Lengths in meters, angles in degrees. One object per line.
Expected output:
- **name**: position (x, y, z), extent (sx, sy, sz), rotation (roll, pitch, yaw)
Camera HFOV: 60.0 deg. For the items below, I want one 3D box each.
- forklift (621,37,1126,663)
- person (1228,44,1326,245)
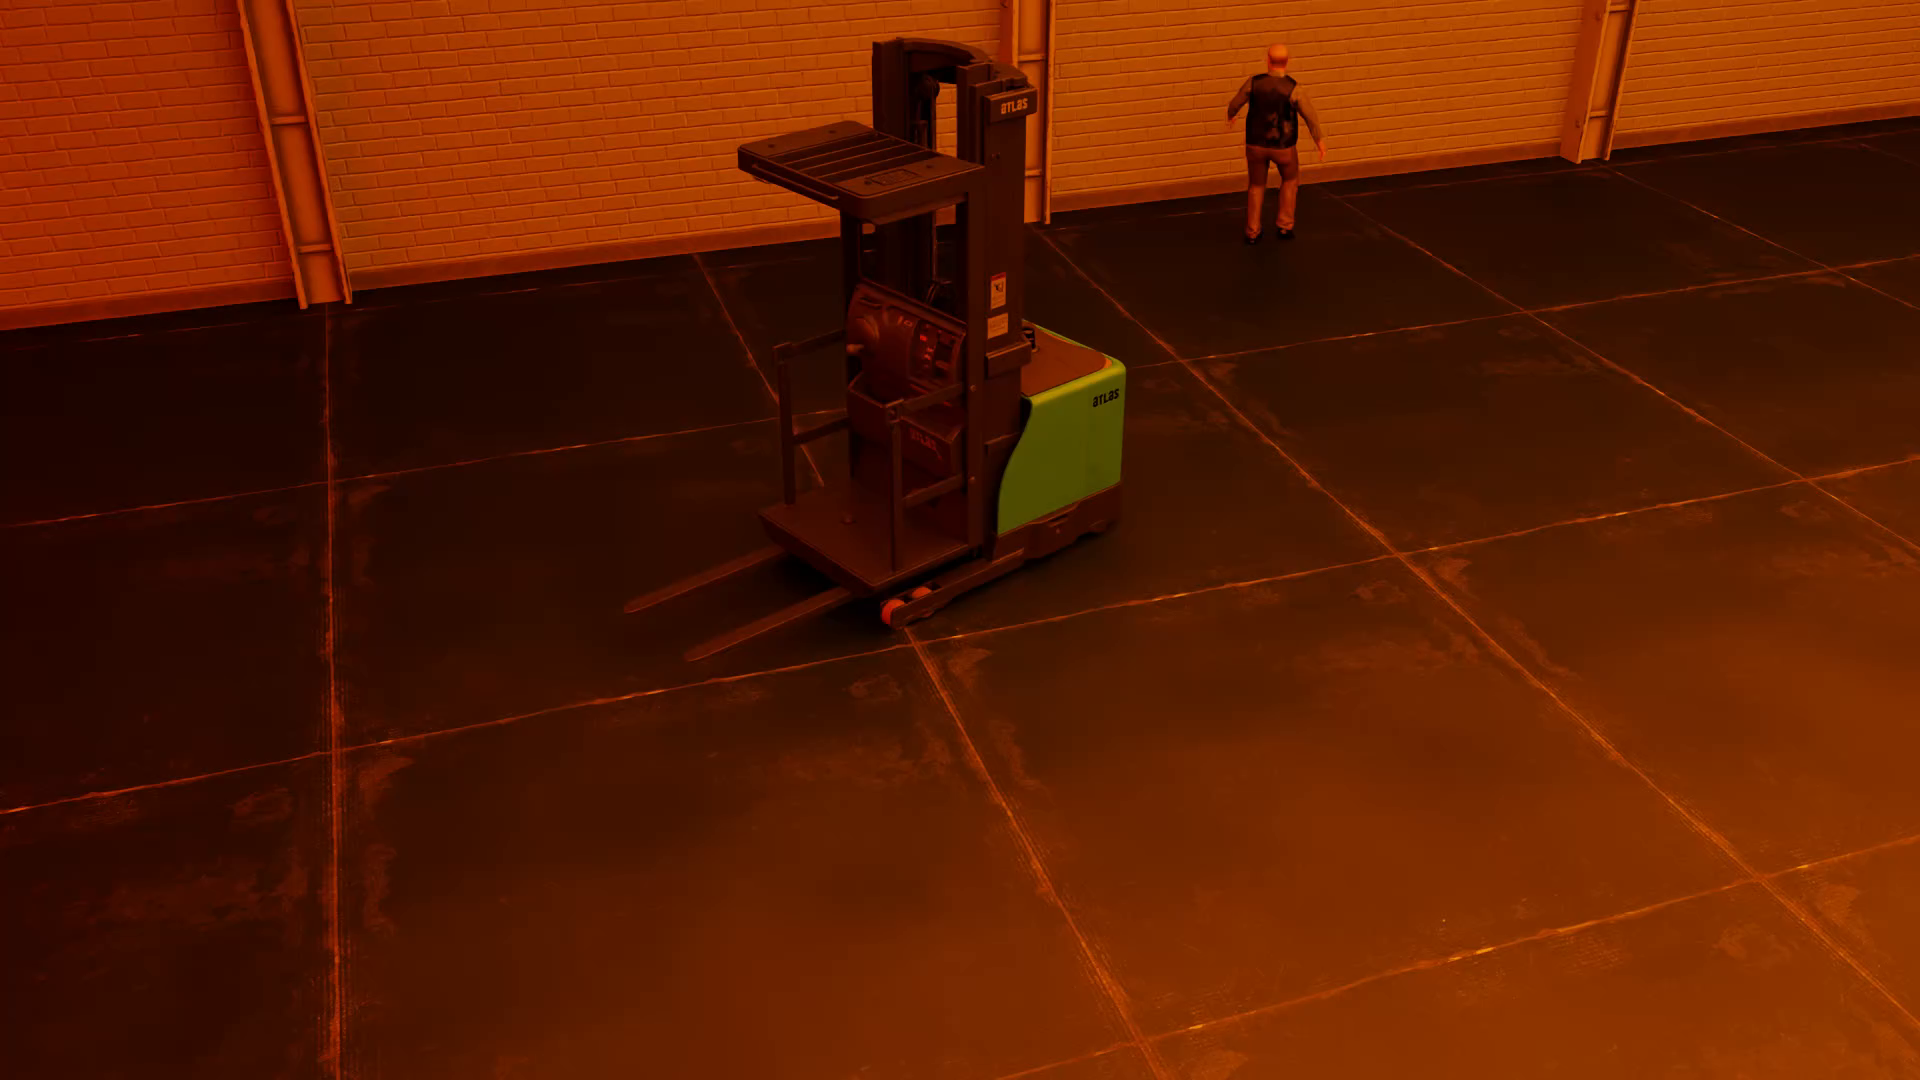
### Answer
- **forklift**: position (-0.461, -1.072, 8.951), extent (3.031, 2.935, 1.130), rotation (-23, 37, -34)
- **person**: position (2.673, -3.368, 14.232), extent (0.912, 1.748, 0.499), rotation (14, 33, 23)
